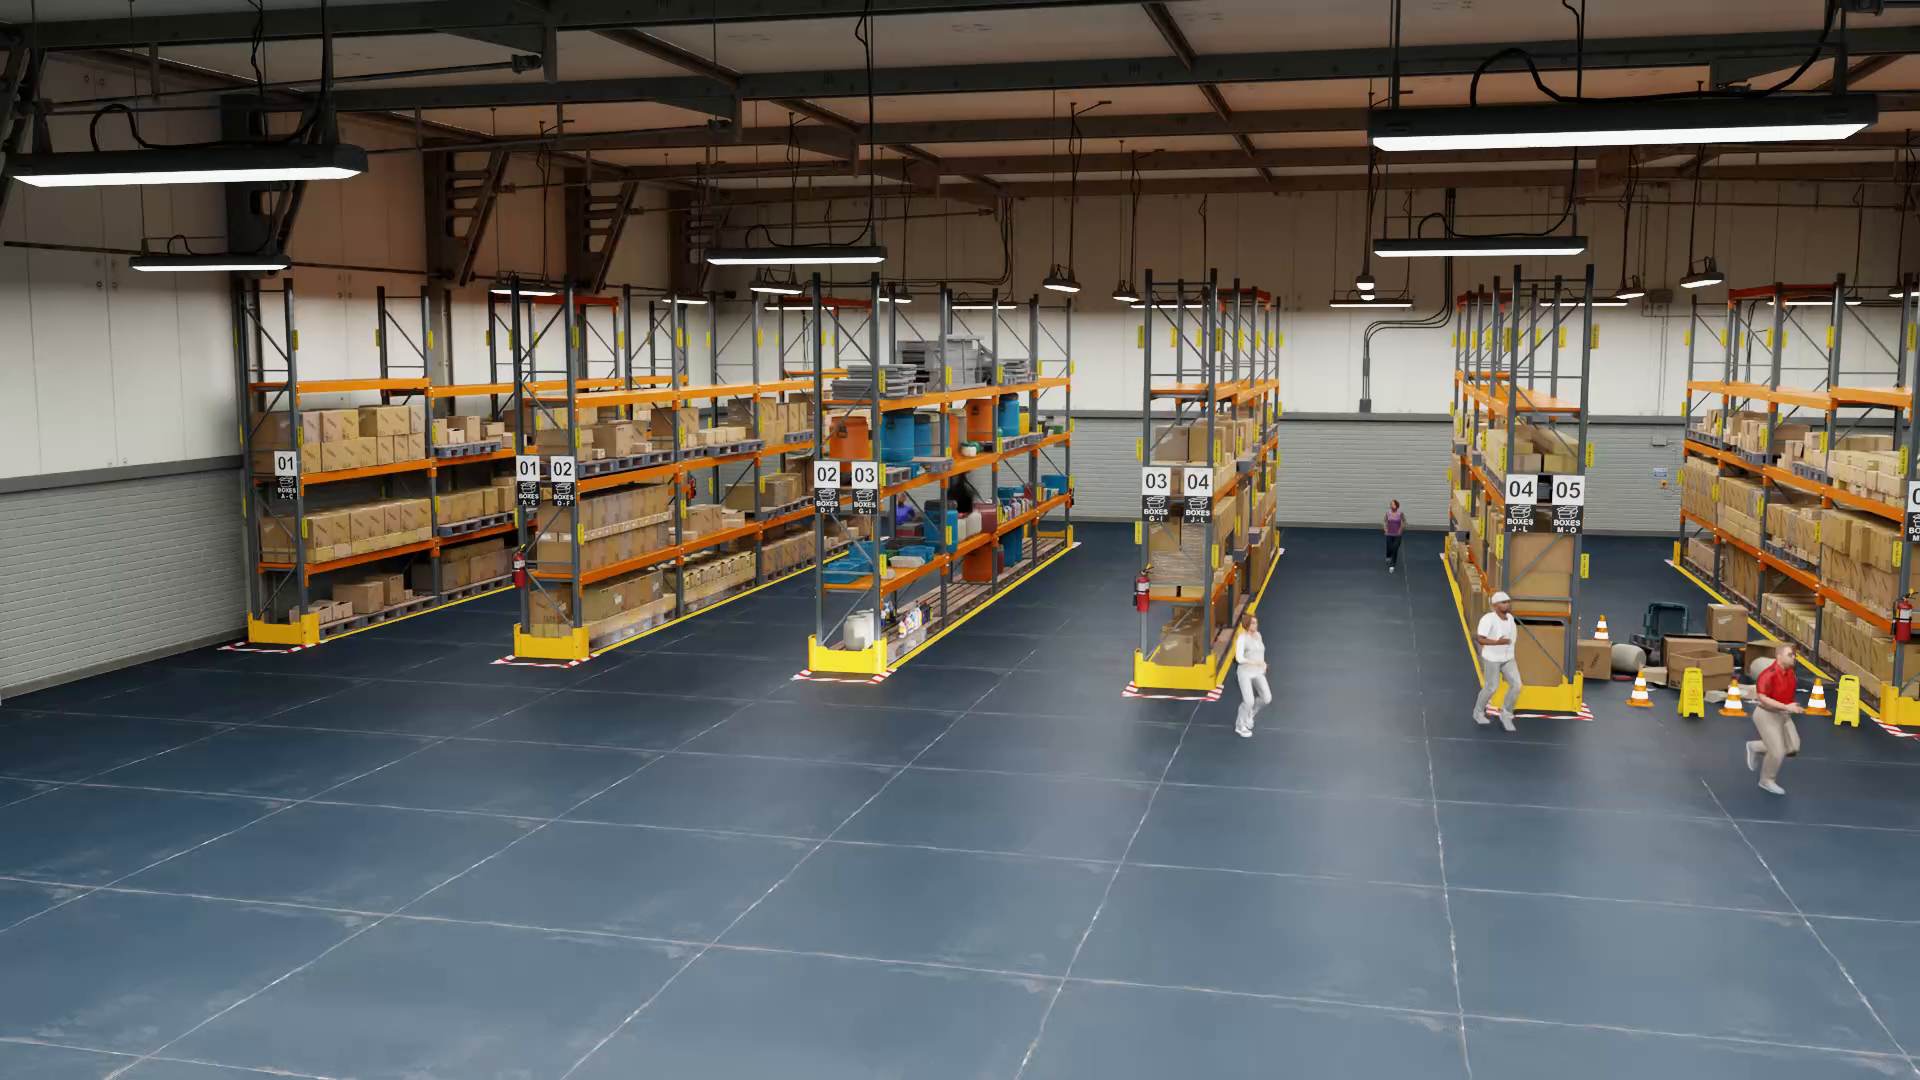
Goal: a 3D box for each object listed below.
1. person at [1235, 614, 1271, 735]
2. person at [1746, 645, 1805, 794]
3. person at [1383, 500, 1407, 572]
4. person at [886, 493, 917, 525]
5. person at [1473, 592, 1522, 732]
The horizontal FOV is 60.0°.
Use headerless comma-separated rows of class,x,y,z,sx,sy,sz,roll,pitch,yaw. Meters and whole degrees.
person,3.704,1.714,20.995,0.522,1.563,0.563,-4,8,-33
person,9.085,1.983,18.473,0.704,1.682,0.671,-5,8,-34
person,9.453,-0.094,36.177,0.531,1.572,0.583,3,7,21
person,-1.183,-0.080,33.080,0.578,1.710,0.815,1,7,10
person,6.951,1.576,21.442,0.688,1.833,0.678,-3,7,-24
